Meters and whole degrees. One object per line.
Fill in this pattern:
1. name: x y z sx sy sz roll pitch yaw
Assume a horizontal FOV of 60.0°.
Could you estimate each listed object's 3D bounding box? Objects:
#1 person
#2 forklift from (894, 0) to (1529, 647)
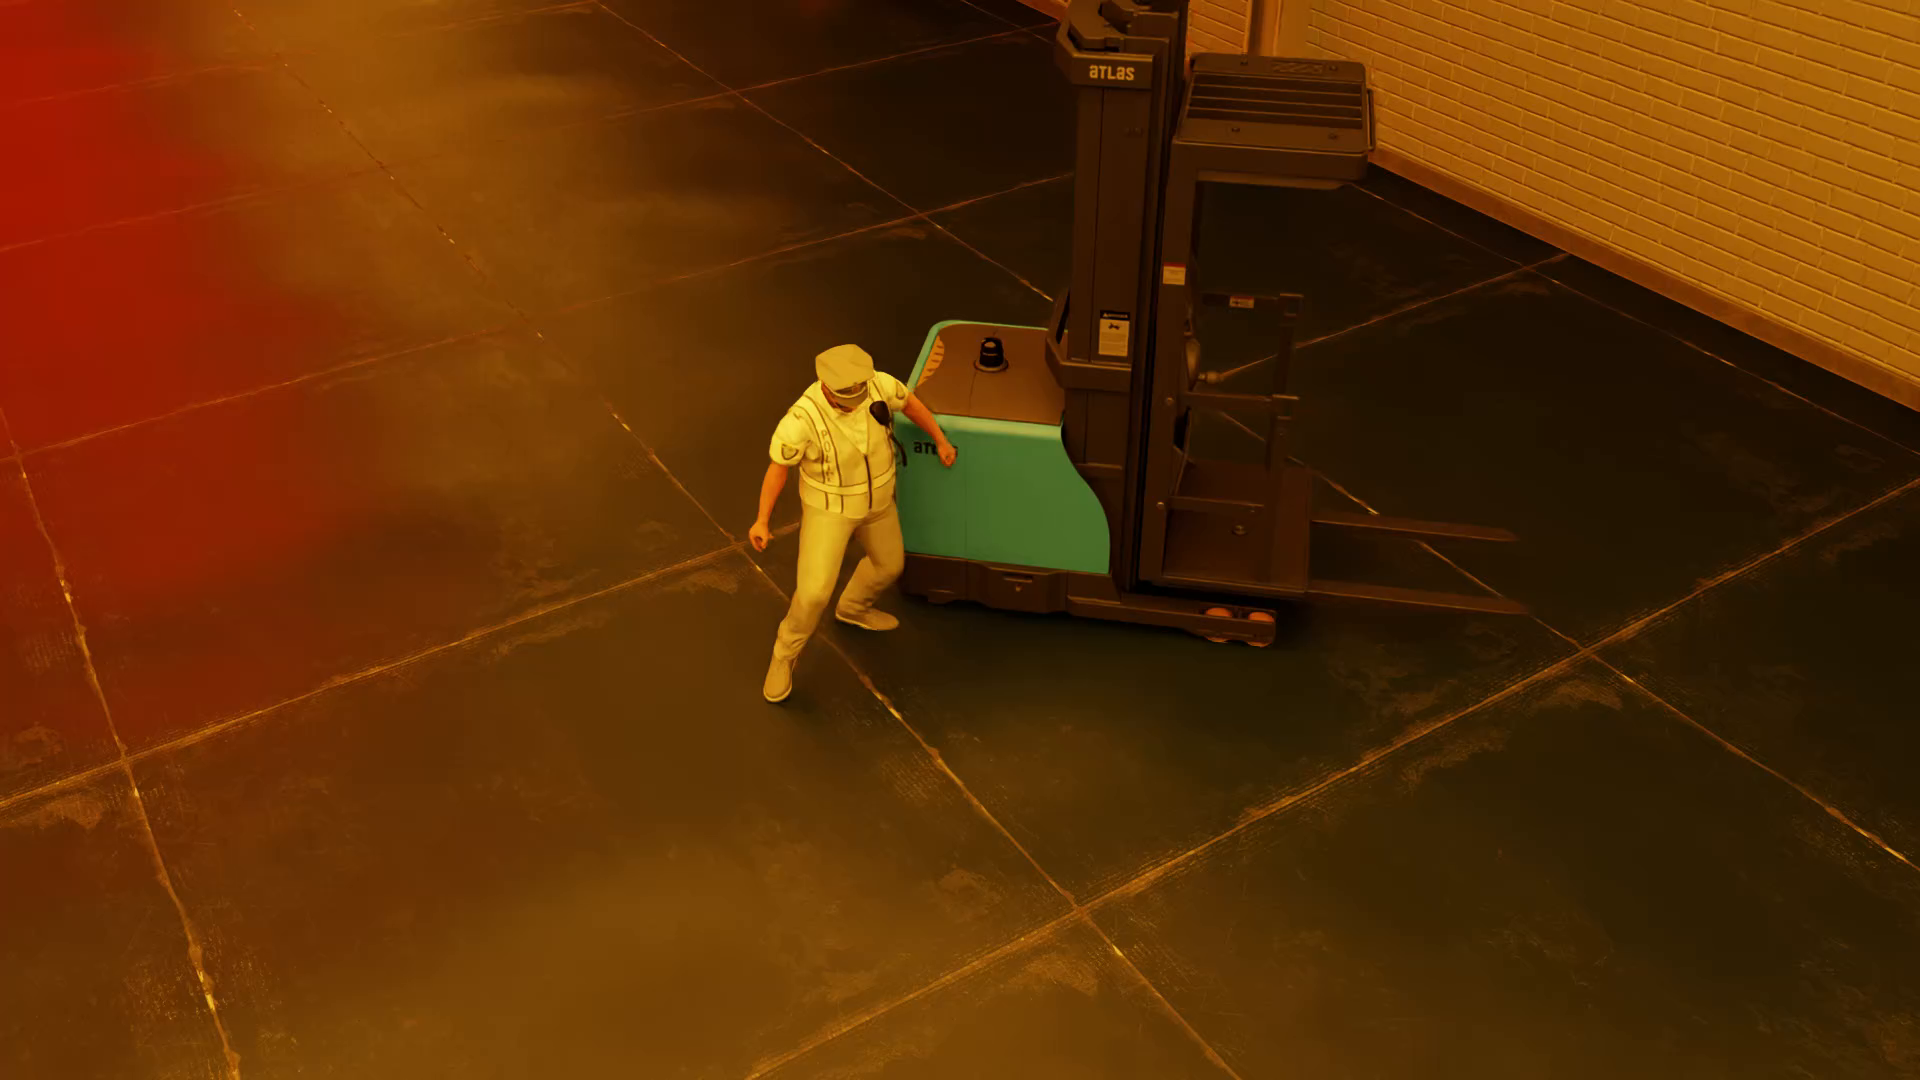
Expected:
1. person: -0.498 -0.161 7.498 1.123 1.692 0.529 -23 41 -29
2. forklift: 1.247 -1.020 7.599 3.031 2.935 1.130 6 36 9
